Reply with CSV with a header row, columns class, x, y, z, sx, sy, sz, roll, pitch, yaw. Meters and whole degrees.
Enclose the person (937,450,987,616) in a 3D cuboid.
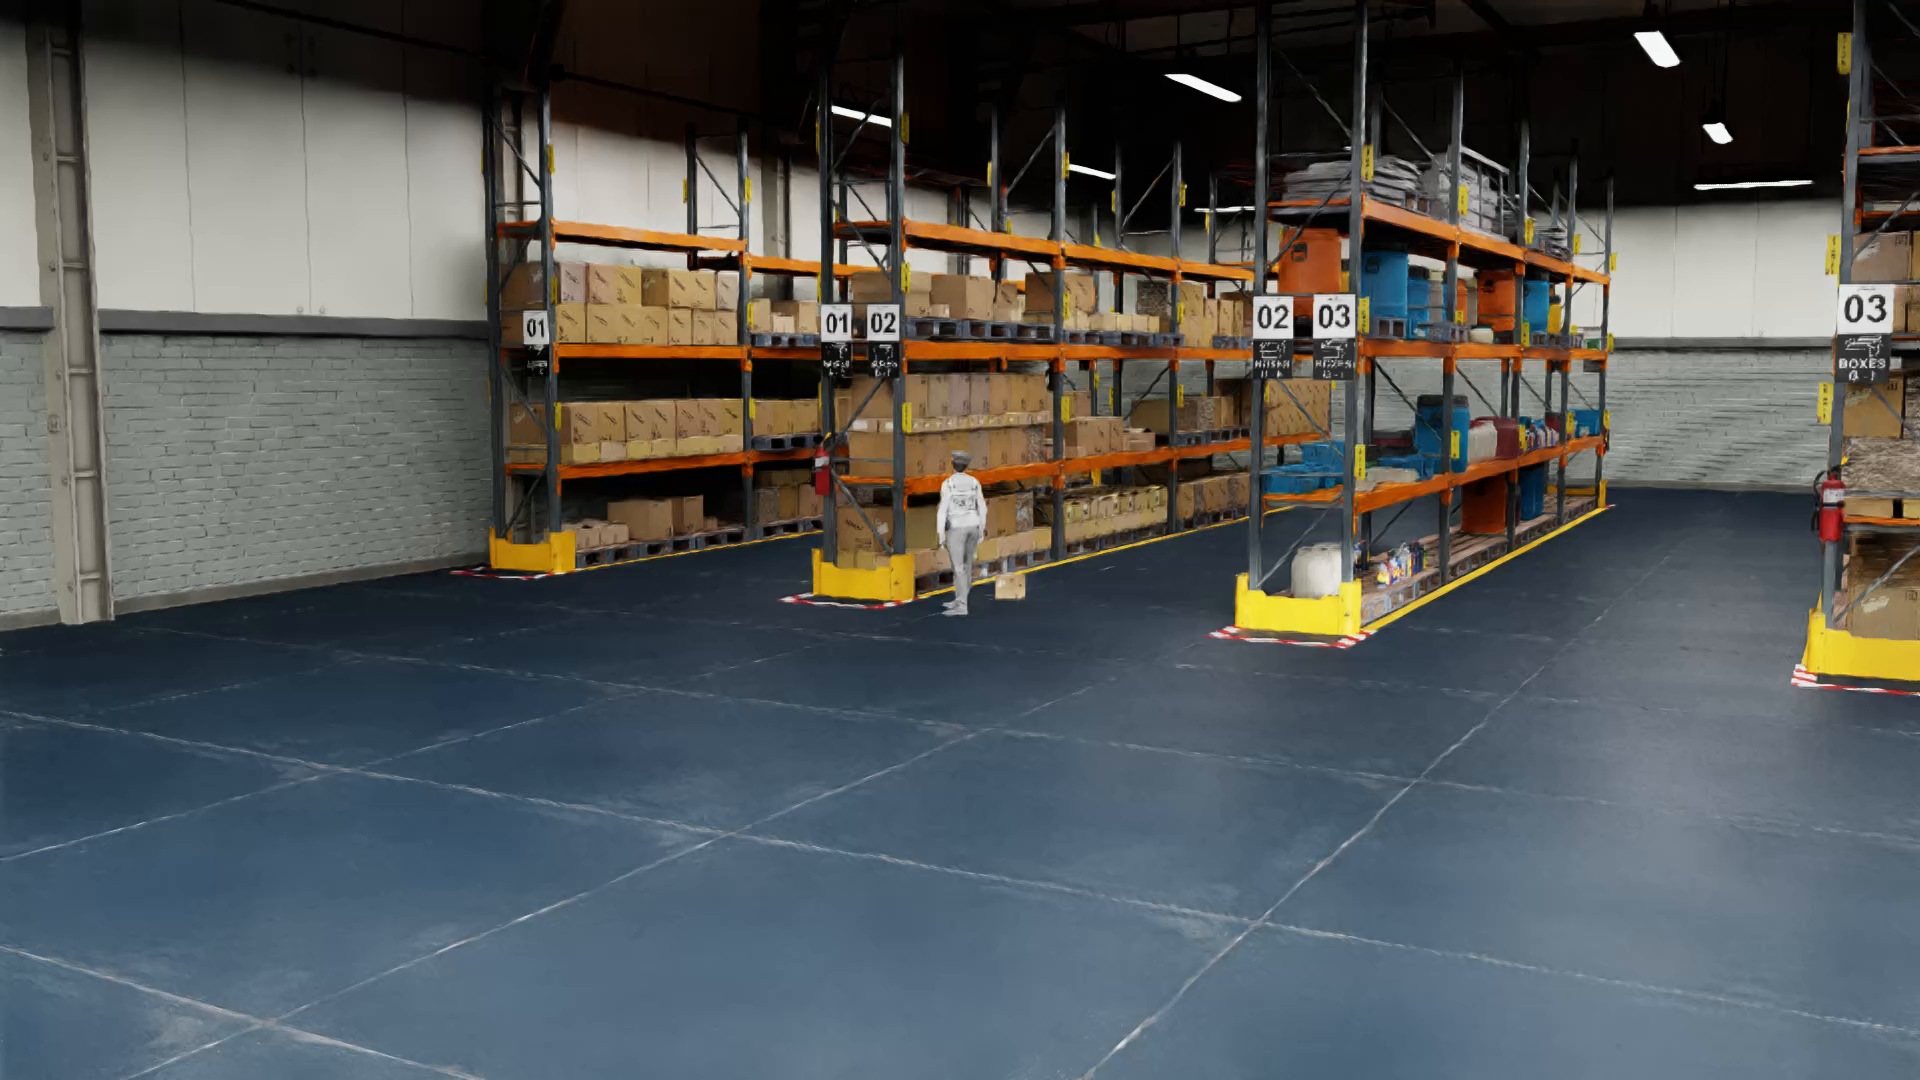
class,x,y,z,sx,sy,sz,roll,pitch,yaw
person,0.003,-0.082,17.044,0.575,1.669,0.565,-4,7,-33
